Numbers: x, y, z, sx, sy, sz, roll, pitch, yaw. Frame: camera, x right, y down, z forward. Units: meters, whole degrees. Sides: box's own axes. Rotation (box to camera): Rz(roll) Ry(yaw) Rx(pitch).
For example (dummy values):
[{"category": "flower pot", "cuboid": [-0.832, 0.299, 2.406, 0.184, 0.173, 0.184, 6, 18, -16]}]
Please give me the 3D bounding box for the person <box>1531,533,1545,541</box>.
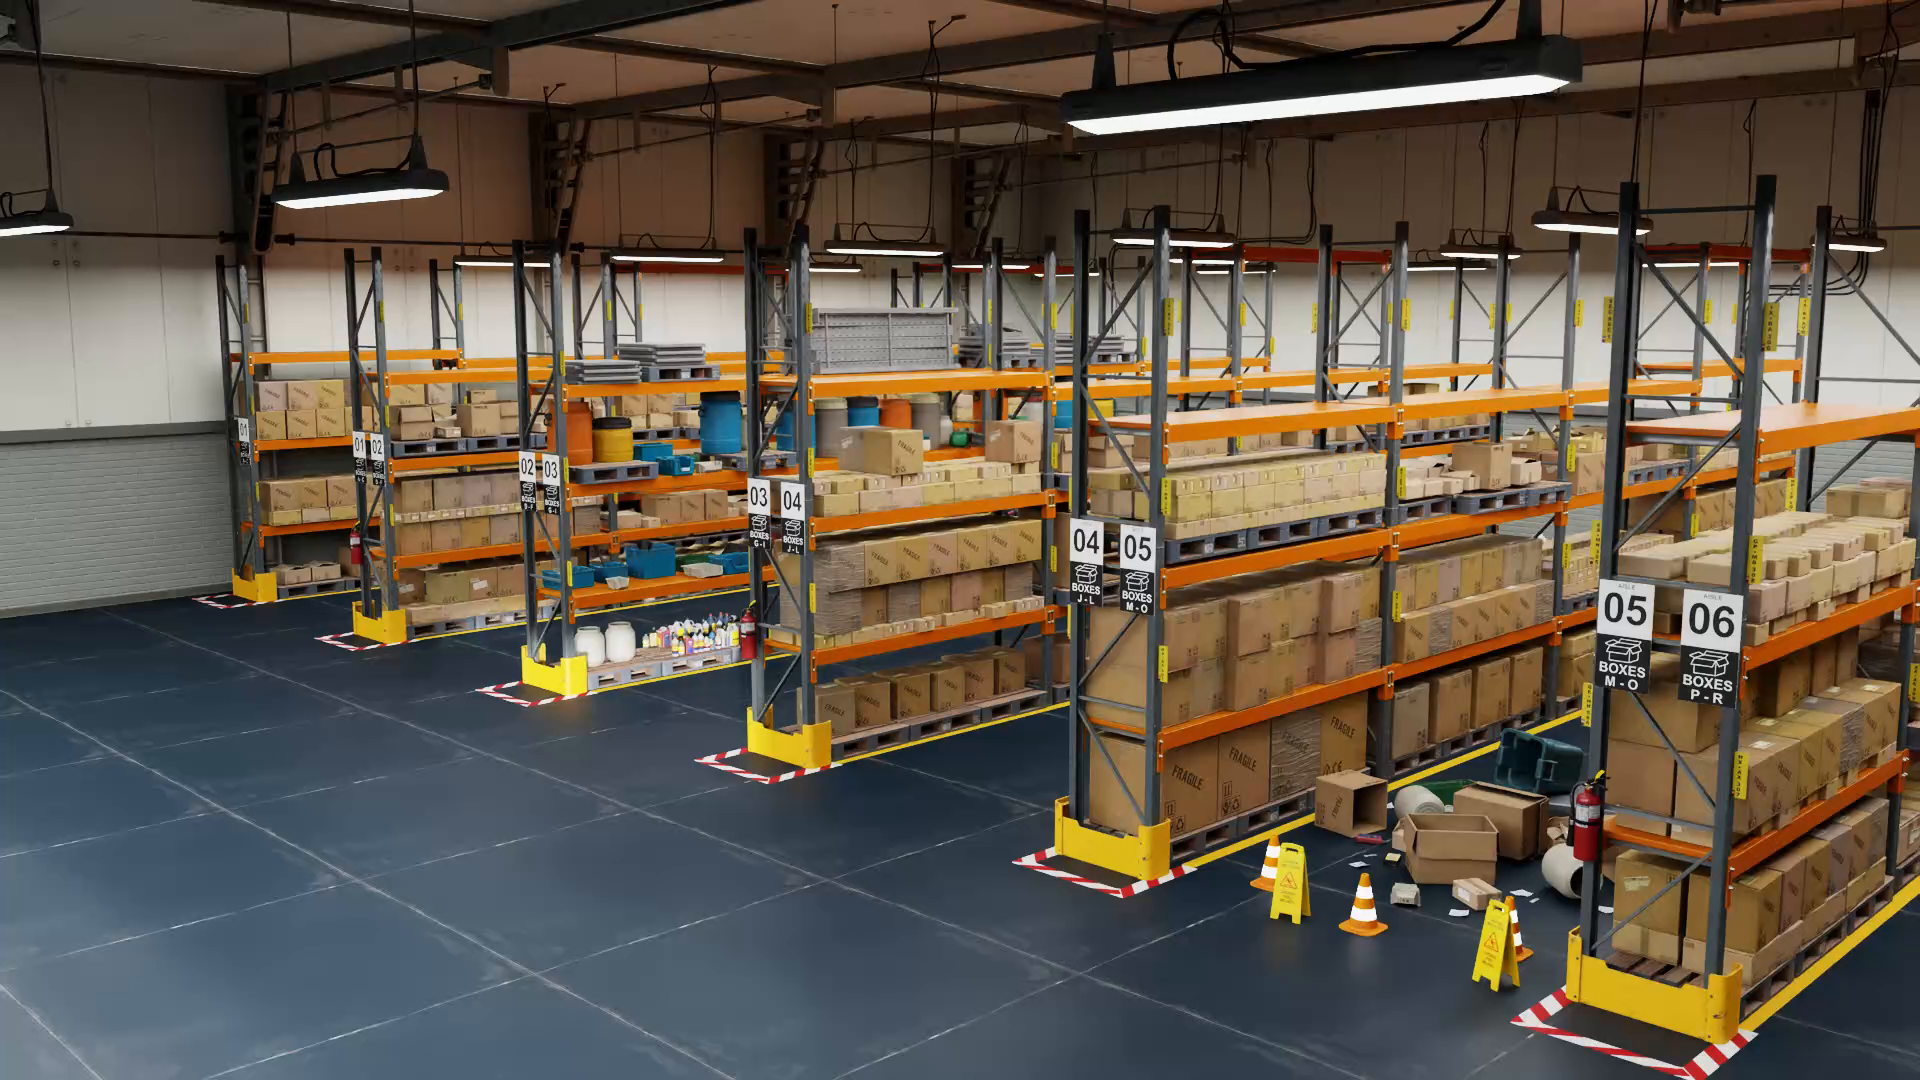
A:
[{"category": "person", "cuboid": [8.561, 0.789, 24.776, 0.878, 1.785, 0.658, -7, 11, -41]}]
